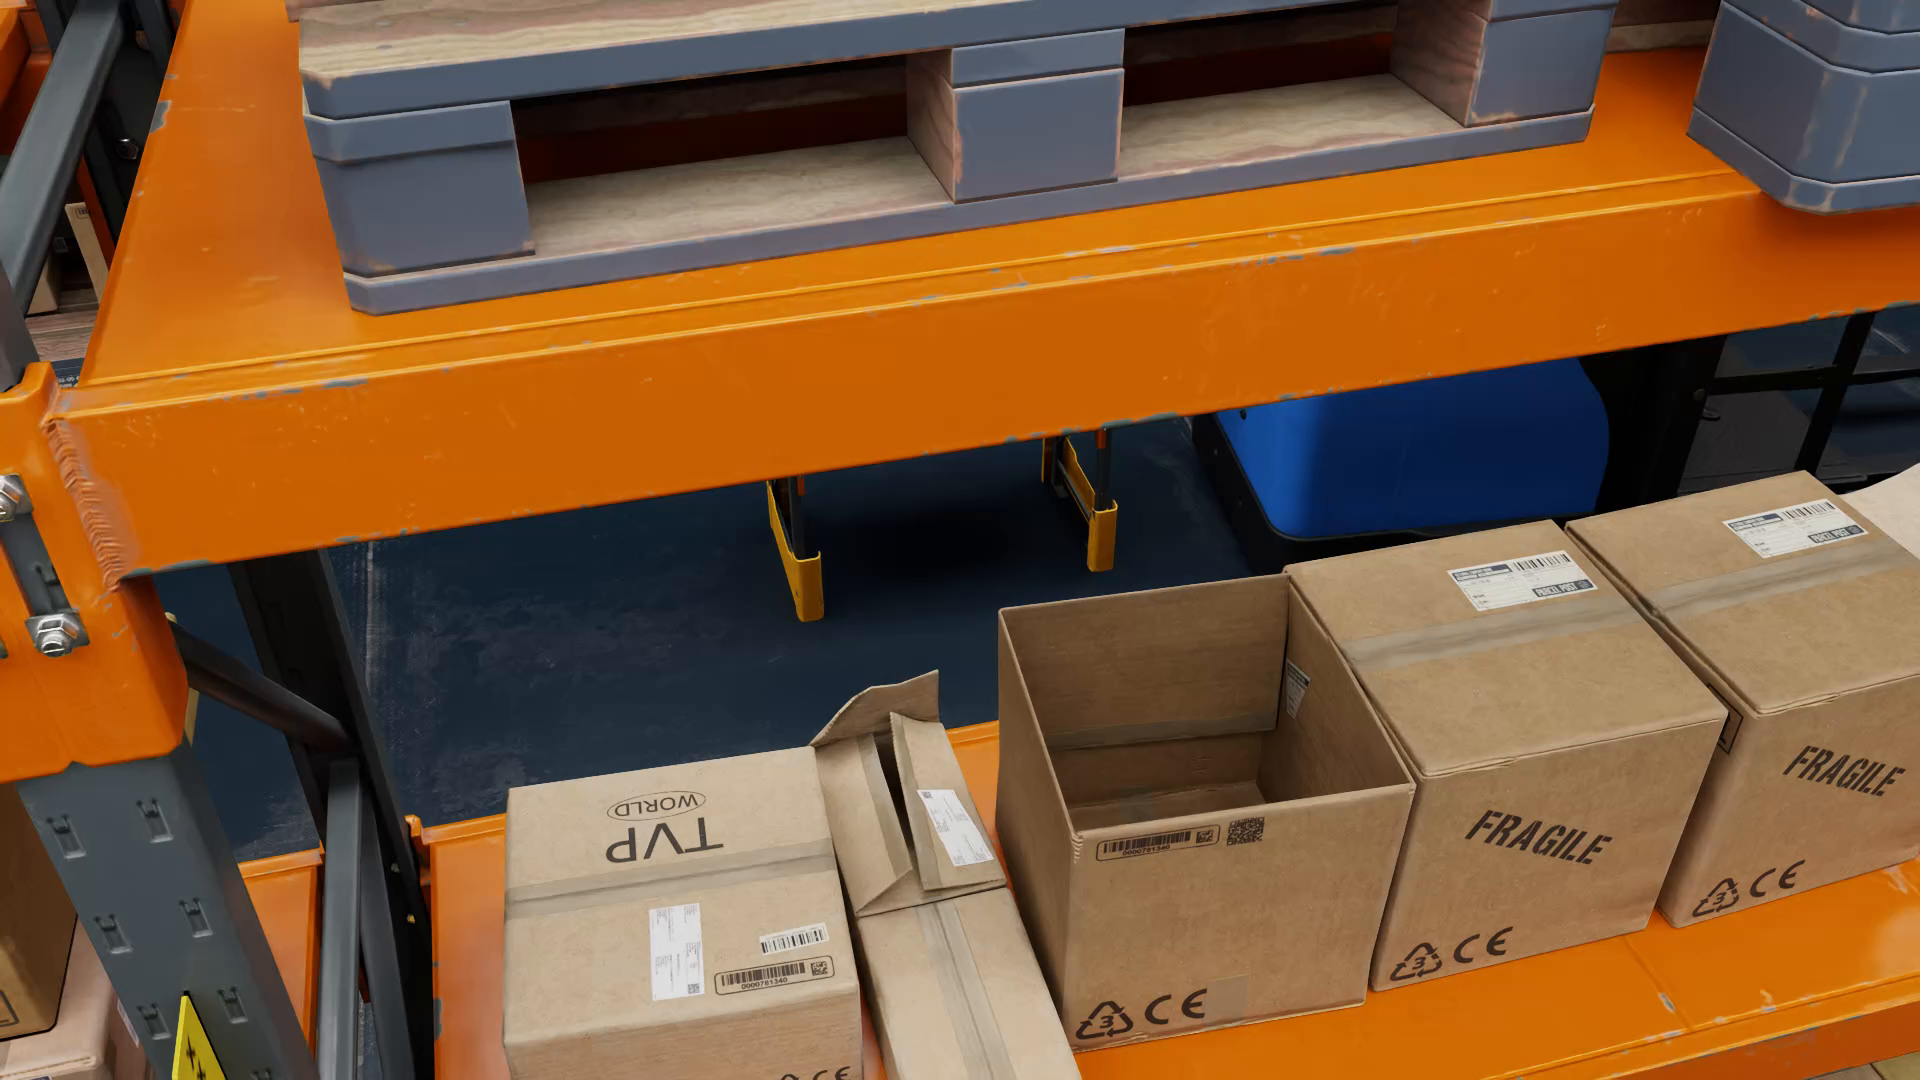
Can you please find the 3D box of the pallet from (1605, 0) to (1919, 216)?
[{"bbox_3d":[1.249,-0.753,1.952,1.213,0.211,1.003,-8,38,-10],"label":"pallet"}]

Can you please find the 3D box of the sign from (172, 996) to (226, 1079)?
[{"bbox_3d":[-0.755,0.608,1.708,0.005,0.325,0.100,-9,38,-12],"label":"sign"}]

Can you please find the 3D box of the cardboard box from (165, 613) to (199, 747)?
[{"bbox_3d":[-1.212,0.290,2.286,0.250,0.149,0.380,-9,38,-12],"label":"cardboard box"}]

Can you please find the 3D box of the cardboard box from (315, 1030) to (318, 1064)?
[{"bbox_3d":[-1.431,1.176,3.045,0.500,0.500,0.500,-9,38,-12],"label":"cardboard box"}]

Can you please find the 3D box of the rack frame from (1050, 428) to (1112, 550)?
[{"bbox_3d":[0.408,-0.663,5.382,0.032,1.500,0.500,-9,38,-12],"label":"rack frame"}]

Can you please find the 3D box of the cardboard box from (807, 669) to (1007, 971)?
[{"bbox_3d":[-0.101,0.465,2.784,0.258,0.266,0.396,-10,39,-13],"label":"cardboard box"}]

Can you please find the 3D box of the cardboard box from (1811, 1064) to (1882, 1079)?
[{"bbox_3d":[1.530,1.119,3.274,0.500,0.311,0.500,-10,38,-12],"label":"cardboard box"}]

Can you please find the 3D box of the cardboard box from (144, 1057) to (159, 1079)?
[{"bbox_3d":[-1.328,0.693,2.293,0.500,0.500,0.700,-10,39,-13],"label":"cardboard box"}]

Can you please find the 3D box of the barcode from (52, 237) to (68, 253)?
[{"bbox_3d":[-3.658,-1.194,6.735,0.075,0.075,0.001,-9,38,-12],"label":"barcode"}]

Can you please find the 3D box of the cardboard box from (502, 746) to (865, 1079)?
[{"bbox_3d":[-0.438,0.614,2.602,0.500,0.250,0.500,-7,38,-9],"label":"cardboard box"}]

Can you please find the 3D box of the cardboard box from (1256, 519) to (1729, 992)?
[{"bbox_3d":[0.836,0.344,2.750,0.500,0.500,0.500,-9,38,-12],"label":"cardboard box"}]

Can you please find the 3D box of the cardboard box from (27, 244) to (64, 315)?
[{"bbox_3d":[-3.746,-1.048,6.635,0.250,0.149,0.380,-12,39,-16],"label":"cardboard box"}]

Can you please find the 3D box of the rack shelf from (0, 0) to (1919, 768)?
[{"bbox_3d":[1.029,-0.564,2.142,4.000,0.370,1.077,-9,38,-12],"label":"rack shelf"}]

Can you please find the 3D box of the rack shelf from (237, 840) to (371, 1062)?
[{"bbox_3d":[-2.832,1.261,2.225,4.000,0.370,1.077,-9,38,-12],"label":"rack shelf"}]

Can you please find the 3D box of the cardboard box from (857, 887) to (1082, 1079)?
[{"bbox_3d":[0.007,0.738,2.524,0.250,0.149,0.380,-9,38,-12],"label":"cardboard box"}]

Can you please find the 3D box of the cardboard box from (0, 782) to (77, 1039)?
[{"bbox_3d":[-1.328,0.177,1.899,0.500,0.500,0.700,-9,38,-12],"label":"cardboard box"}]

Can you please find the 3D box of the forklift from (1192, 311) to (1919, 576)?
[{"bbox_3d":[2.414,-1.359,5.114,3.031,2.935,1.130,-5,38,-7],"label":"forklift"}]

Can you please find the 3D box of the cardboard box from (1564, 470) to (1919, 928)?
[{"bbox_3d":[1.344,0.260,2.859,0.500,0.500,0.500,-11,39,-14],"label":"cardboard box"}]

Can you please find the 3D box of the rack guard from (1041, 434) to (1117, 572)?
[{"bbox_3d":[0.407,-0.166,5.761,0.087,0.250,0.587,-9,38,-12],"label":"rack guard"}]

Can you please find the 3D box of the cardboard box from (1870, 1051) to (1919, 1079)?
[{"bbox_3d":[2.019,1.041,3.376,0.500,0.311,0.500,-10,39,-13],"label":"cardboard box"}]

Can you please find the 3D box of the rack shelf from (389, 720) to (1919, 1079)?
[{"bbox_3d":[1.029,0.627,3.053,4.000,0.370,1.077,-9,38,-12],"label":"rack shelf"}]

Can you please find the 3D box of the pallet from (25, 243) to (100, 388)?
[{"bbox_3d":[-4.016,-0.817,6.644,1.213,0.211,1.003,-9,38,-12],"label":"pallet"}]

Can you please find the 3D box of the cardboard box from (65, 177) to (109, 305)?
[{"bbox_3d":[-3.188,-1.241,6.598,0.500,0.500,0.500,-12,39,-15],"label":"cardboard box"}]

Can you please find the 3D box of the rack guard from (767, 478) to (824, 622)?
[{"bbox_3d":[-0.554,-0.008,5.555,0.087,0.250,0.587,-9,38,-12],"label":"rack guard"}]

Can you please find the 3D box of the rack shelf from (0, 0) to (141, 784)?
[{"bbox_3d":[-2.832,0.069,1.314,4.000,0.370,1.077,-9,38,-12],"label":"rack shelf"}]

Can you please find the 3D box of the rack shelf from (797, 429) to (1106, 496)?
[{"bbox_3d":[-0.082,-0.439,5.386,1.000,0.185,0.538,-9,38,-12],"label":"rack shelf"}]

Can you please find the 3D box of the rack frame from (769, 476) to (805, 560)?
[{"bbox_3d":[-0.573,-0.502,5.171,0.032,1.500,0.500,-9,38,-12],"label":"rack frame"}]

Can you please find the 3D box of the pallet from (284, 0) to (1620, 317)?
[{"bbox_3d":[-0.053,-0.604,1.760,1.217,0.209,0.805,-11,39,-14],"label":"pallet"}]

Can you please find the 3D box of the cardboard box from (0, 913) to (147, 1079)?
[{"bbox_3d":[-1.108,0.530,1.973,0.250,0.149,0.380,-9,38,-12],"label":"cardboard box"}]

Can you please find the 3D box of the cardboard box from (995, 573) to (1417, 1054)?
[{"bbox_3d":[0.353,0.423,2.646,0.500,0.500,0.500,-7,38,-9],"label":"cardboard box"}]

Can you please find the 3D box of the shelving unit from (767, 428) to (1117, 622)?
[{"bbox_3d":[-0.074,-0.584,5.279,1.083,1.500,0.587,-9,38,-12],"label":"shelving unit"}]

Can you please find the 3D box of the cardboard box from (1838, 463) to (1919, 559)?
[{"bbox_3d":[2.046,0.088,3.239,0.500,0.311,0.500,-10,38,-12],"label":"cardboard box"}]
